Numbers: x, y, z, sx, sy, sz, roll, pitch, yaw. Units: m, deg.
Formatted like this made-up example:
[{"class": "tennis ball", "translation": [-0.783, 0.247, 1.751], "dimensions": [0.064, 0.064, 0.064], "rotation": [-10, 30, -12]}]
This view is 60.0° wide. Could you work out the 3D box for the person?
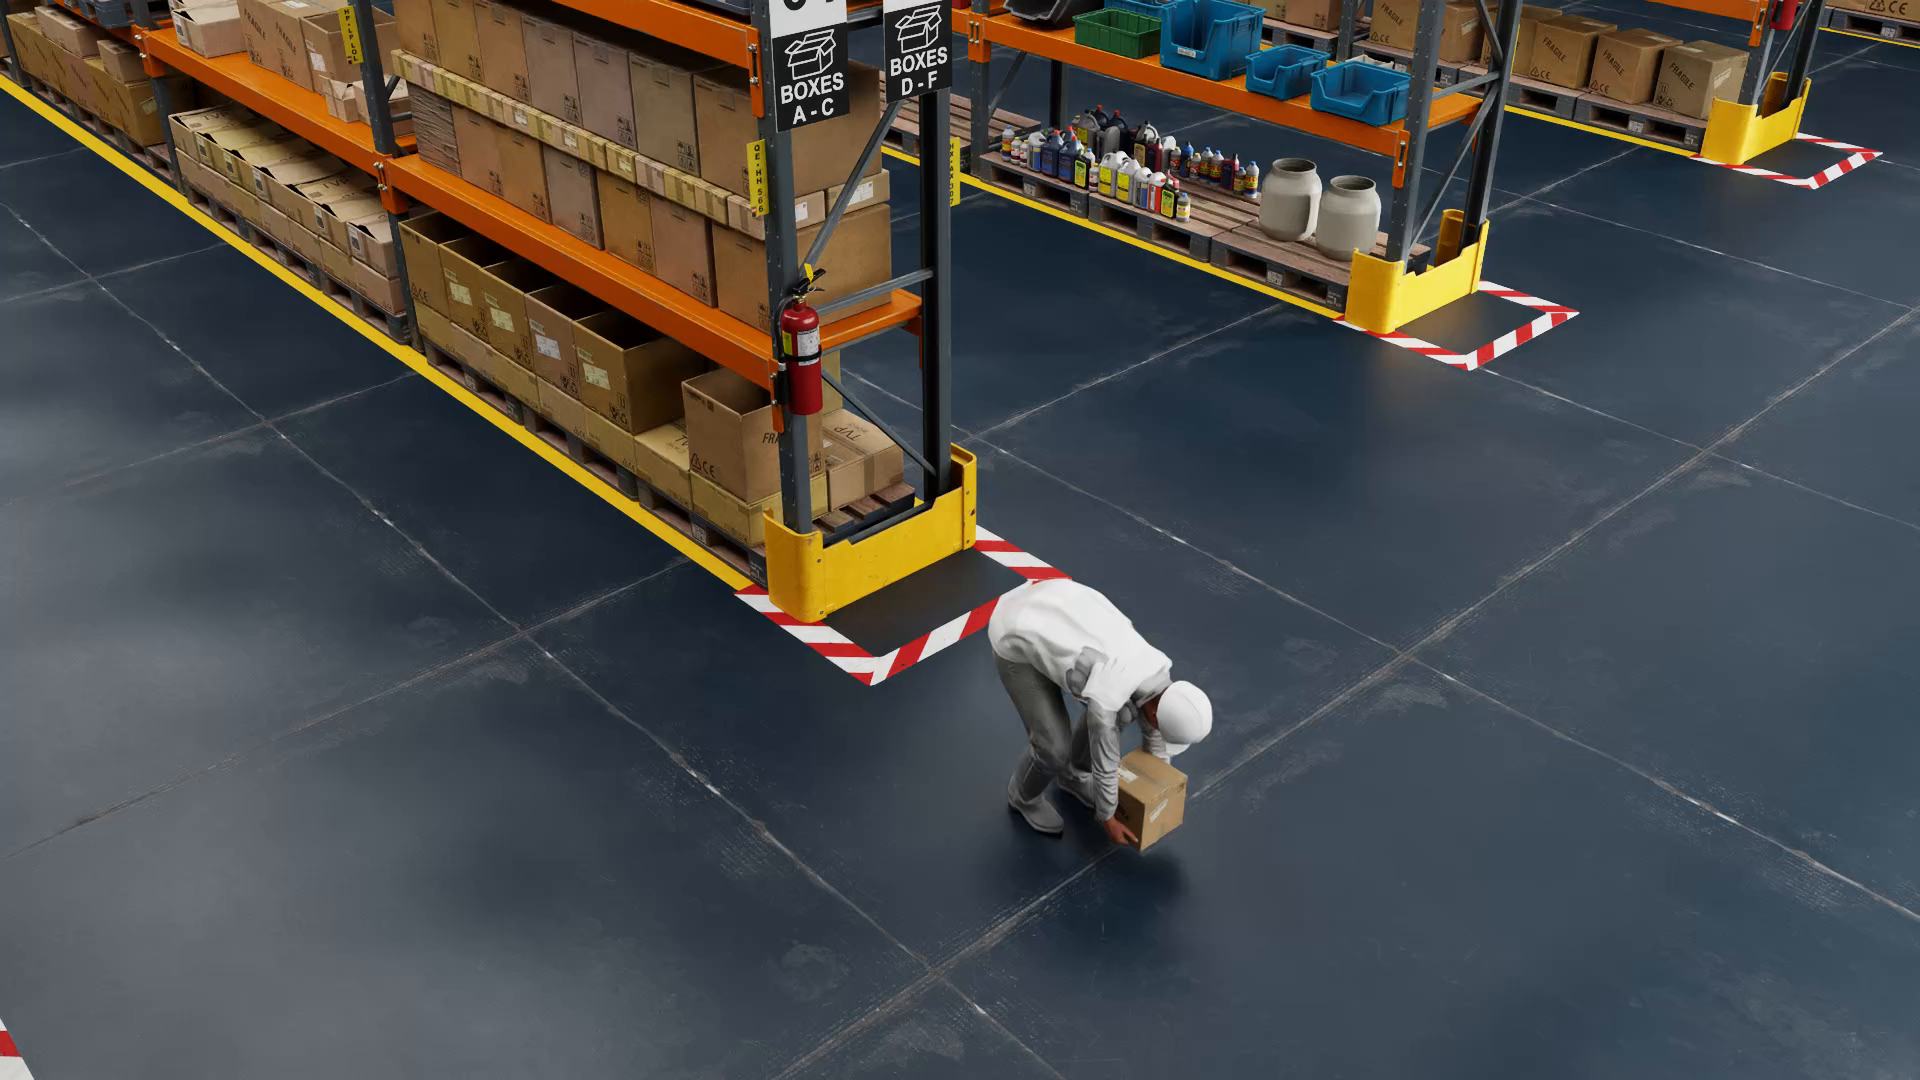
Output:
[{"class": "person", "translation": [0.557, 0.734, 6.600], "dimensions": [1.006, 1.054, 0.479], "rotation": [27, 41, 37]}]
